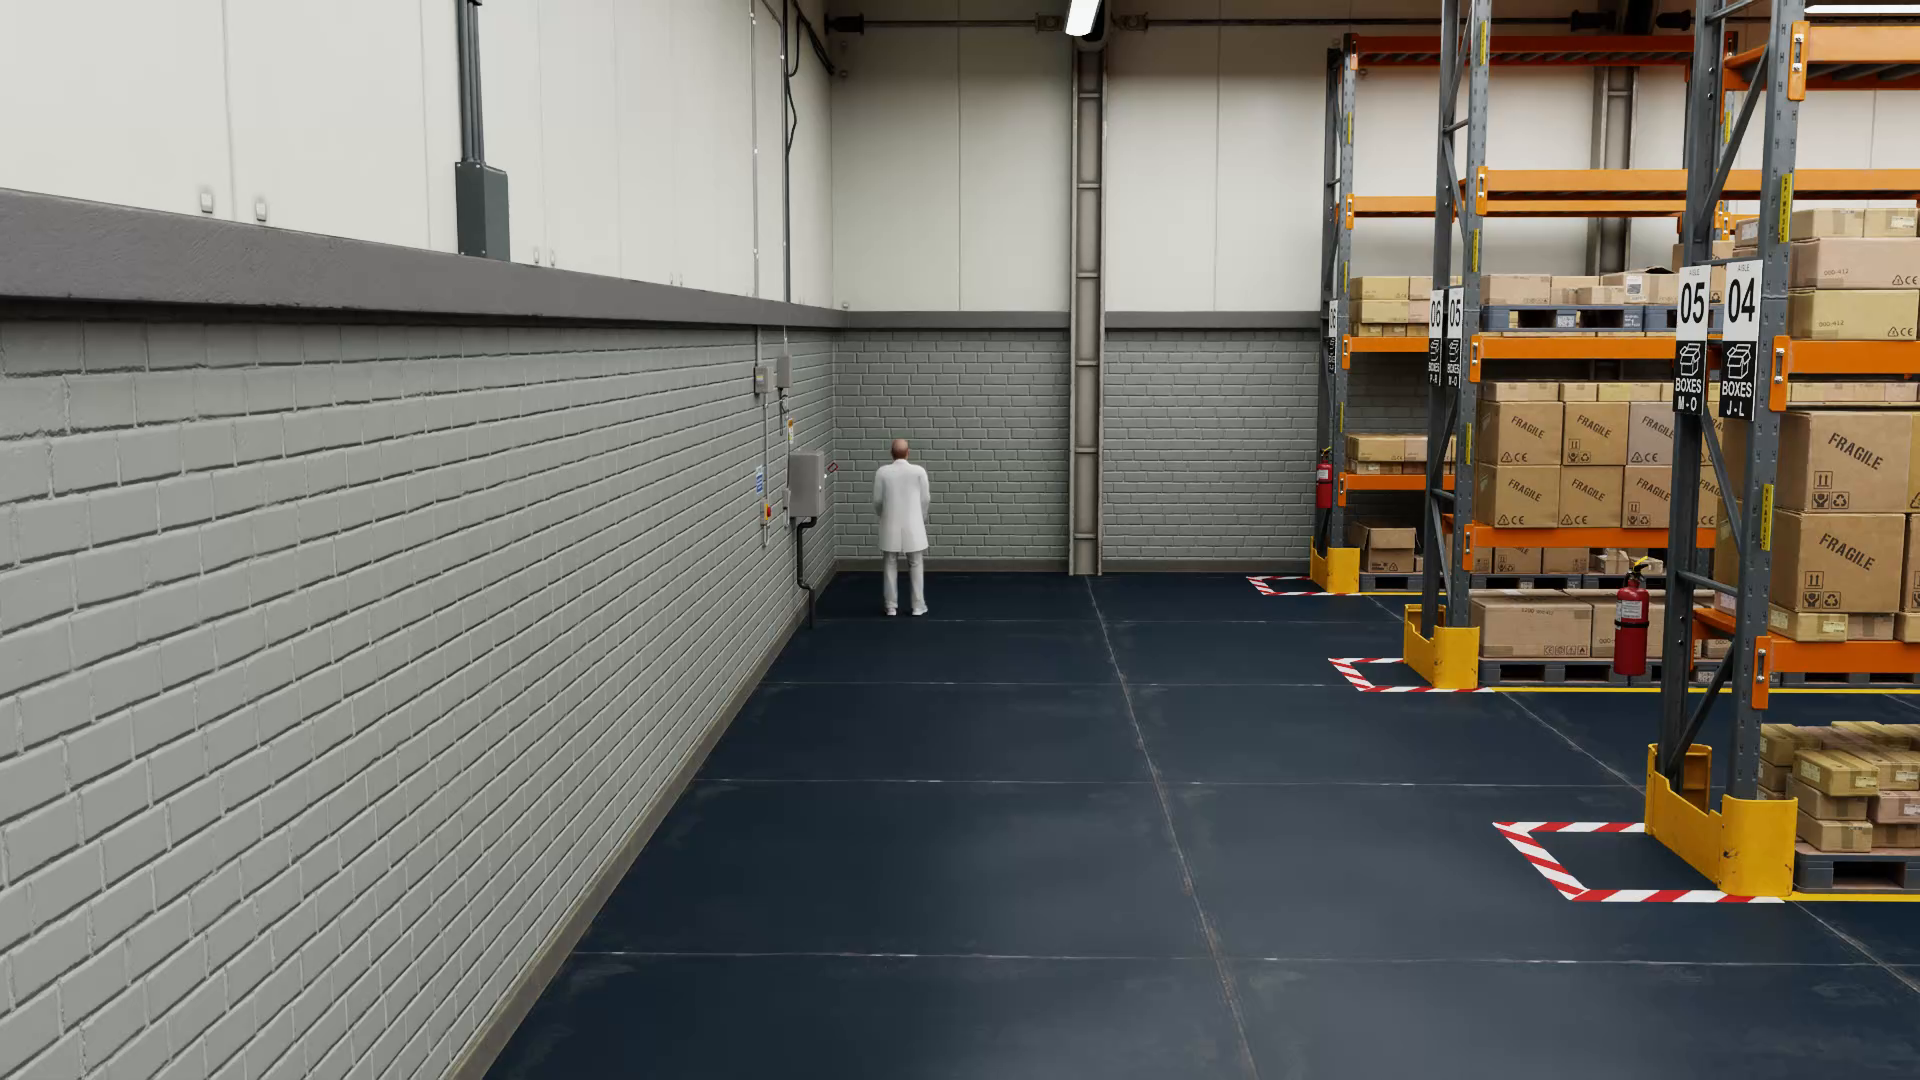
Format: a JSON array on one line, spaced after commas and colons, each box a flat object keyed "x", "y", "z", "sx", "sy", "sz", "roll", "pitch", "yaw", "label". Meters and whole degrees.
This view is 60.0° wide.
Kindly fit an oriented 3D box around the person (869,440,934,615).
[{"x": -0.593, "y": -0.127, "z": 16.853, "sx": 0.652, "sy": 1.773, "sz": 0.430, "roll": 0, "pitch": 7, "yaw": -2, "label": "person"}]
